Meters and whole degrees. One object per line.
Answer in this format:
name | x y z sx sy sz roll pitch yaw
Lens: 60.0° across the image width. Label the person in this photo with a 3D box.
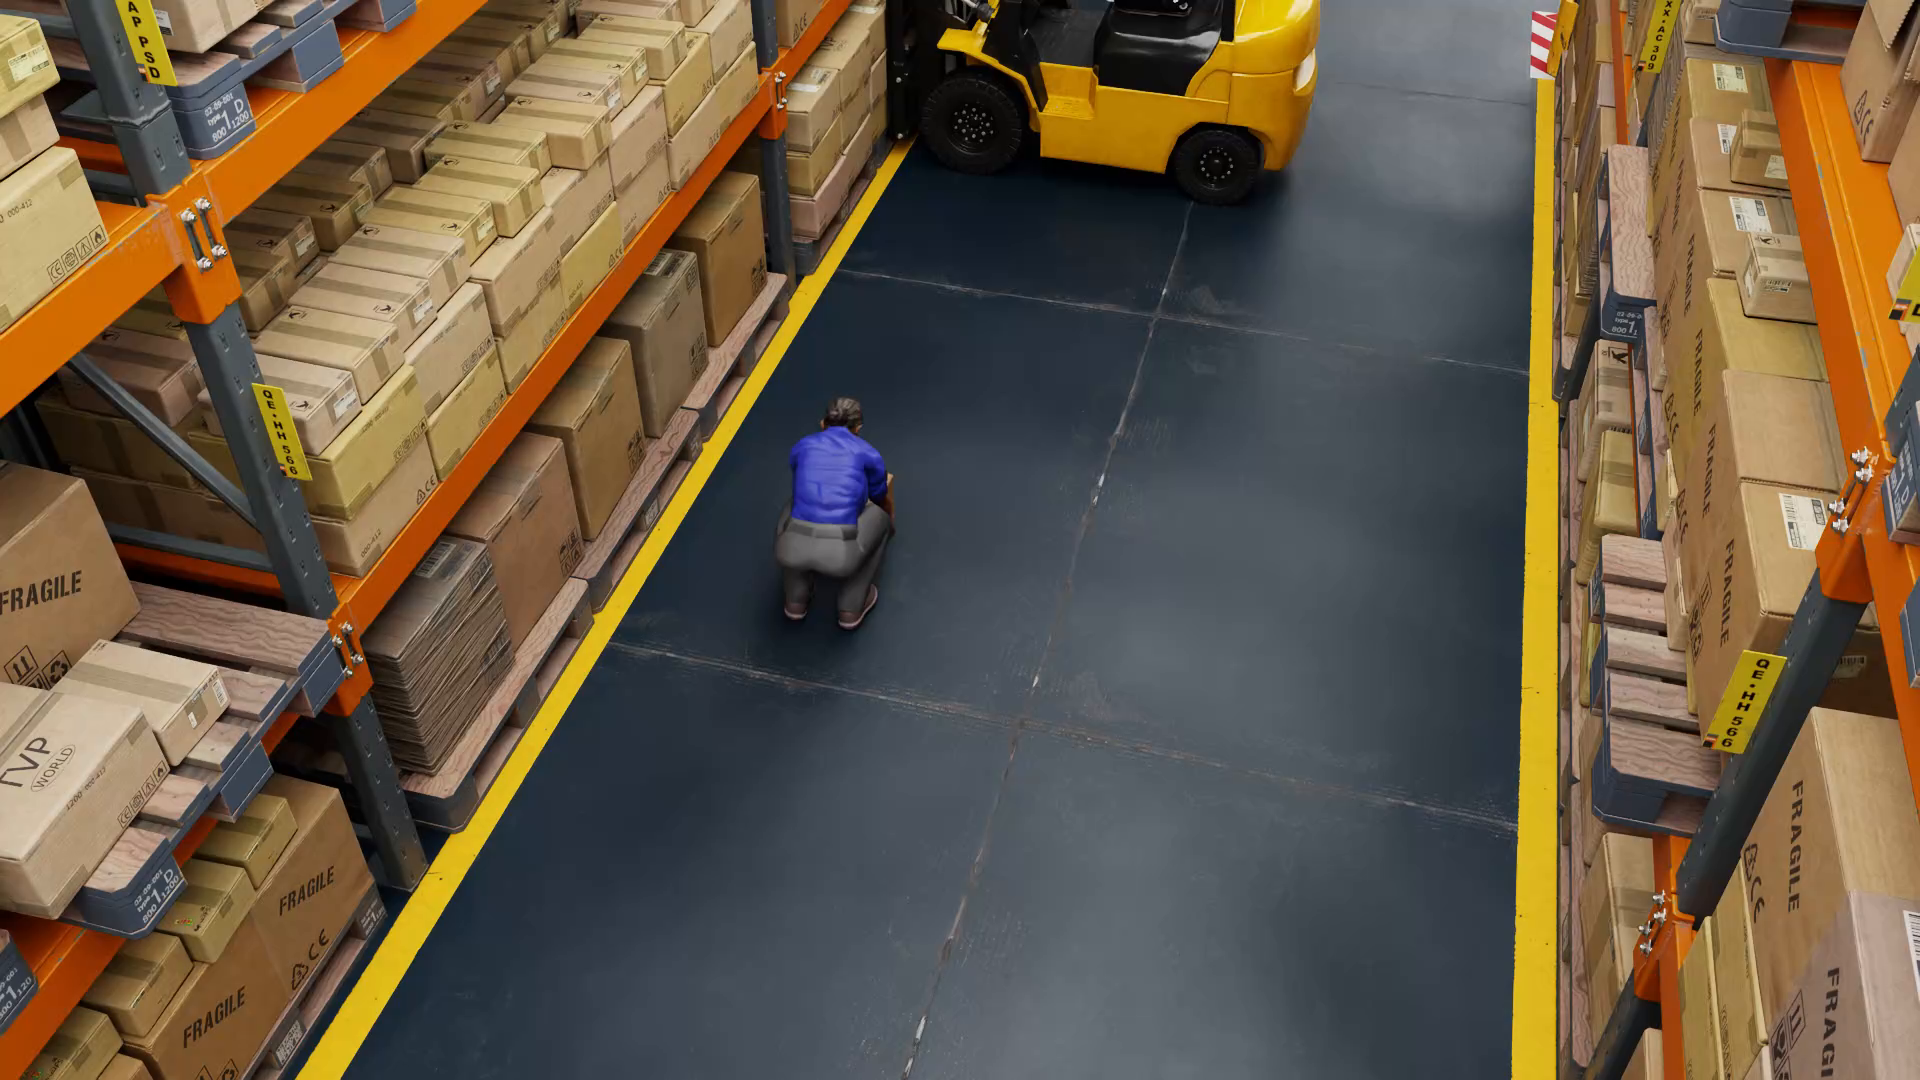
person | -0.553 -0.375 6.597 0.450 1.645 0.521 9 42 10
